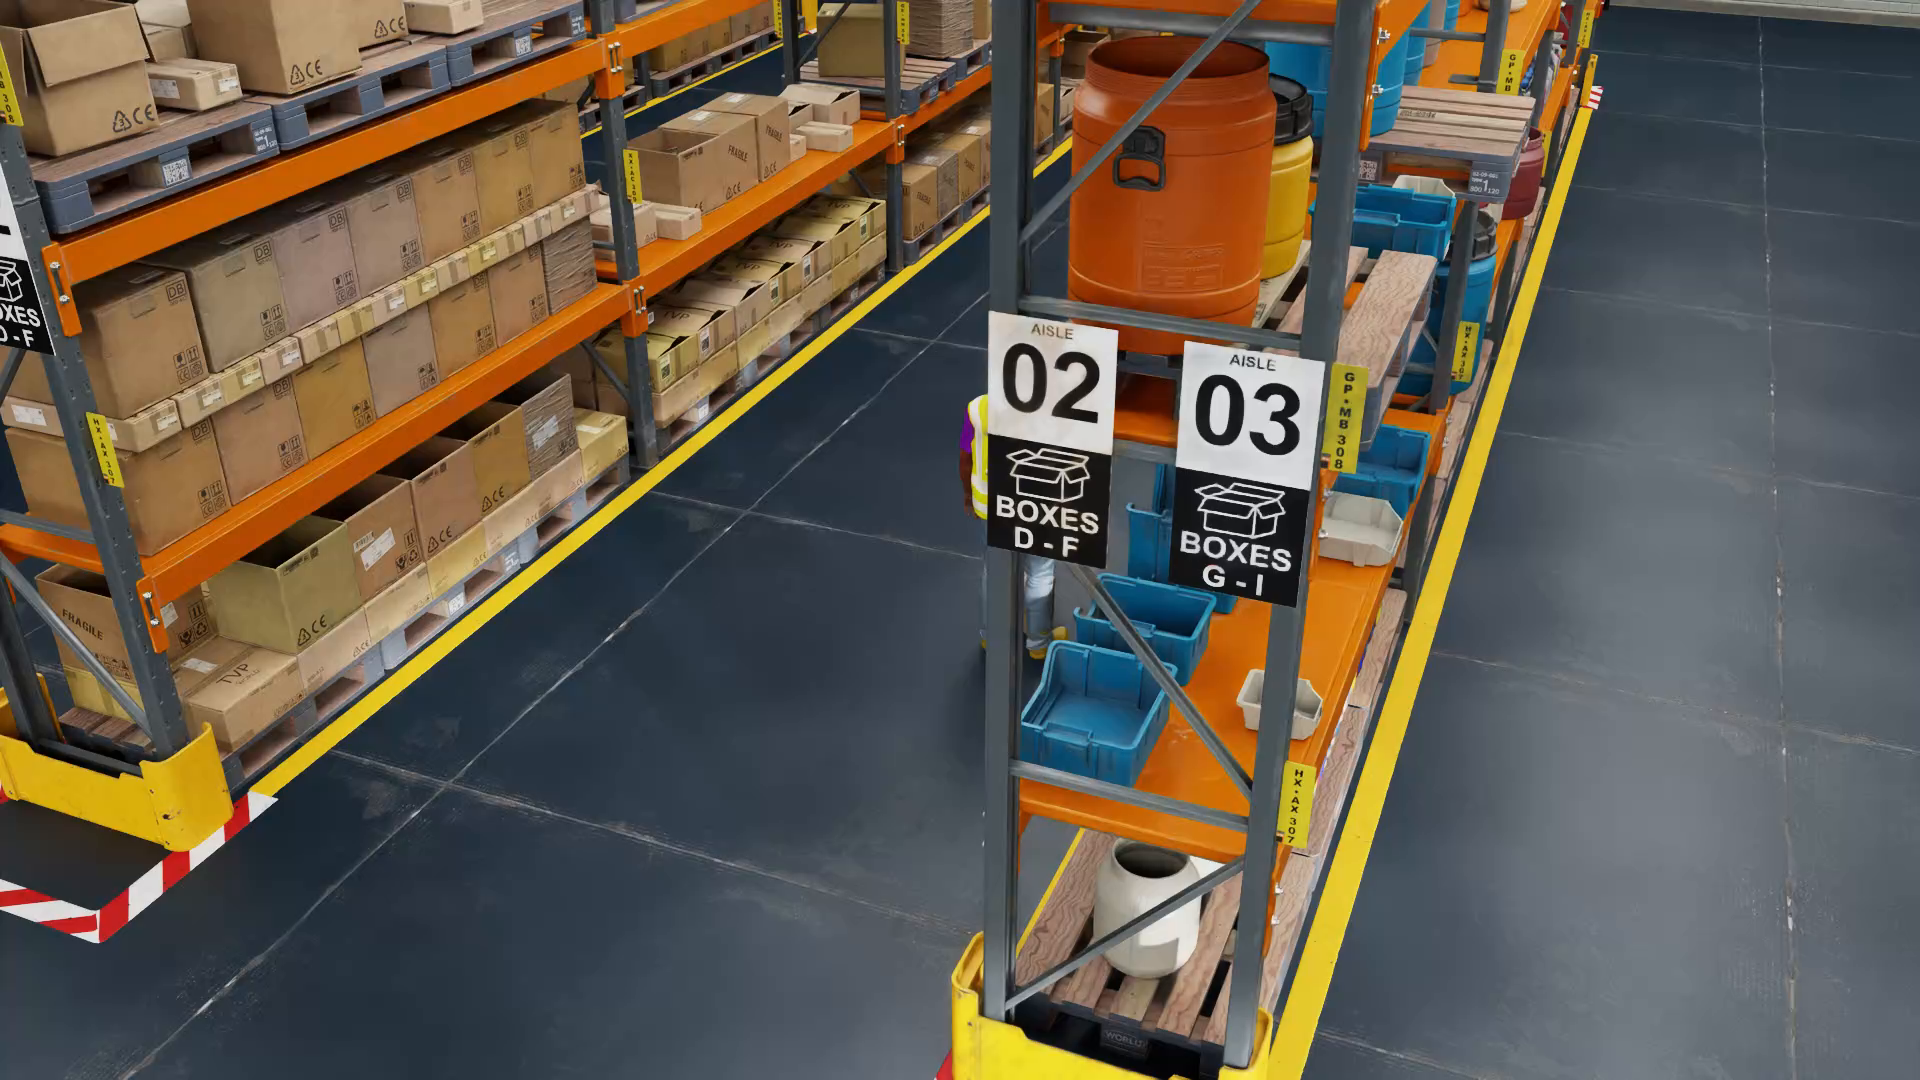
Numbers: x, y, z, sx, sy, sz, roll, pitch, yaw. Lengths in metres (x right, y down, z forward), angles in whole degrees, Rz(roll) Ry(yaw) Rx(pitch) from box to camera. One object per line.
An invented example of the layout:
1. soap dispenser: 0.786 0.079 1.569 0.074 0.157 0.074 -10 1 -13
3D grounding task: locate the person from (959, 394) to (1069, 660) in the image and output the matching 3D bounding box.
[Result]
1. person: 0.301 -0.200 8.734 0.628 1.761 0.456 12 32 20
